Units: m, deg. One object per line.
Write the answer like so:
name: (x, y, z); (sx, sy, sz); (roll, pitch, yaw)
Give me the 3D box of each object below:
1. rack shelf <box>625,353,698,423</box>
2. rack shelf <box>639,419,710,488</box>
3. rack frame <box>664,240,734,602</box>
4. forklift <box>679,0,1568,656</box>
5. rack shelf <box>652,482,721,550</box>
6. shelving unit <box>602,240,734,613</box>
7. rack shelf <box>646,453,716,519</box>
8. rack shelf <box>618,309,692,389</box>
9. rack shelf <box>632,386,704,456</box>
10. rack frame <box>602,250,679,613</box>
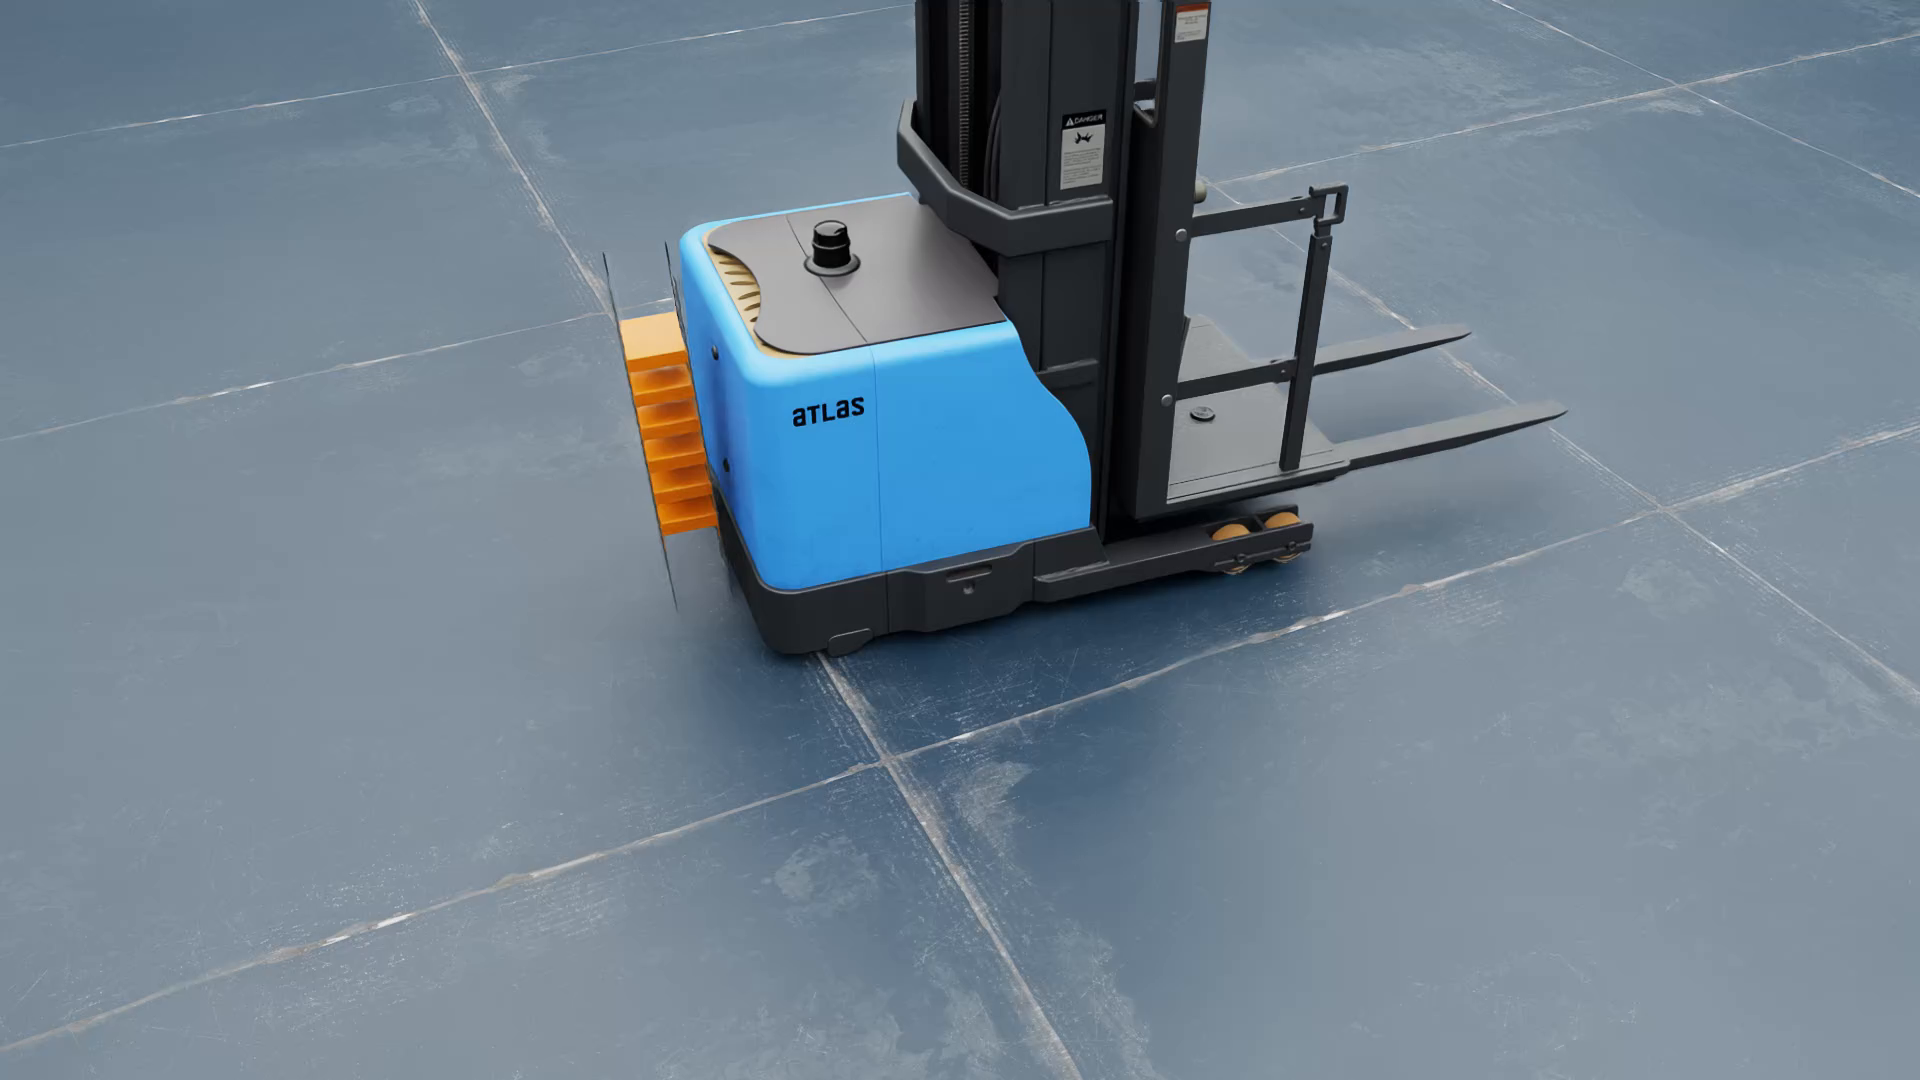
rack shelf: (-0.908, -0.480, 5.054); (0.180, 0.103, 0.258); (-11, 38, -10)
rack shelf: (-0.895, -0.289, 5.199); (0.180, 0.103, 0.258); (-11, 38, -10)
rack frame: (-0.809, -0.343, 5.188); (0.006, 1.200, 0.240); (-11, 38, -10)
forklift: (0.664, -1.348, 5.107); (3.031, 2.935, 1.130); (-12, 38, -16)
rack shelf: (-0.881, -0.099, 5.345); (0.180, 0.103, 0.258); (-11, 38, -10)
shelving unit: (-0.897, -0.325, 5.173); (0.189, 1.200, 0.258); (-11, 38, -10)
rack shelf: (-0.888, -0.194, 5.272); (0.180, 0.103, 0.258); (-11, 38, -10)
rack shelf: (-0.915, -0.575, 4.981); (0.180, 0.103, 0.258); (-11, 38, -10)
rack shelf: (-0.902, -0.385, 5.127); (0.180, 0.103, 0.258); (-11, 38, -10)
rack frame: (-0.986, -0.307, 5.157); (0.006, 1.200, 0.240); (-11, 38, -10)
